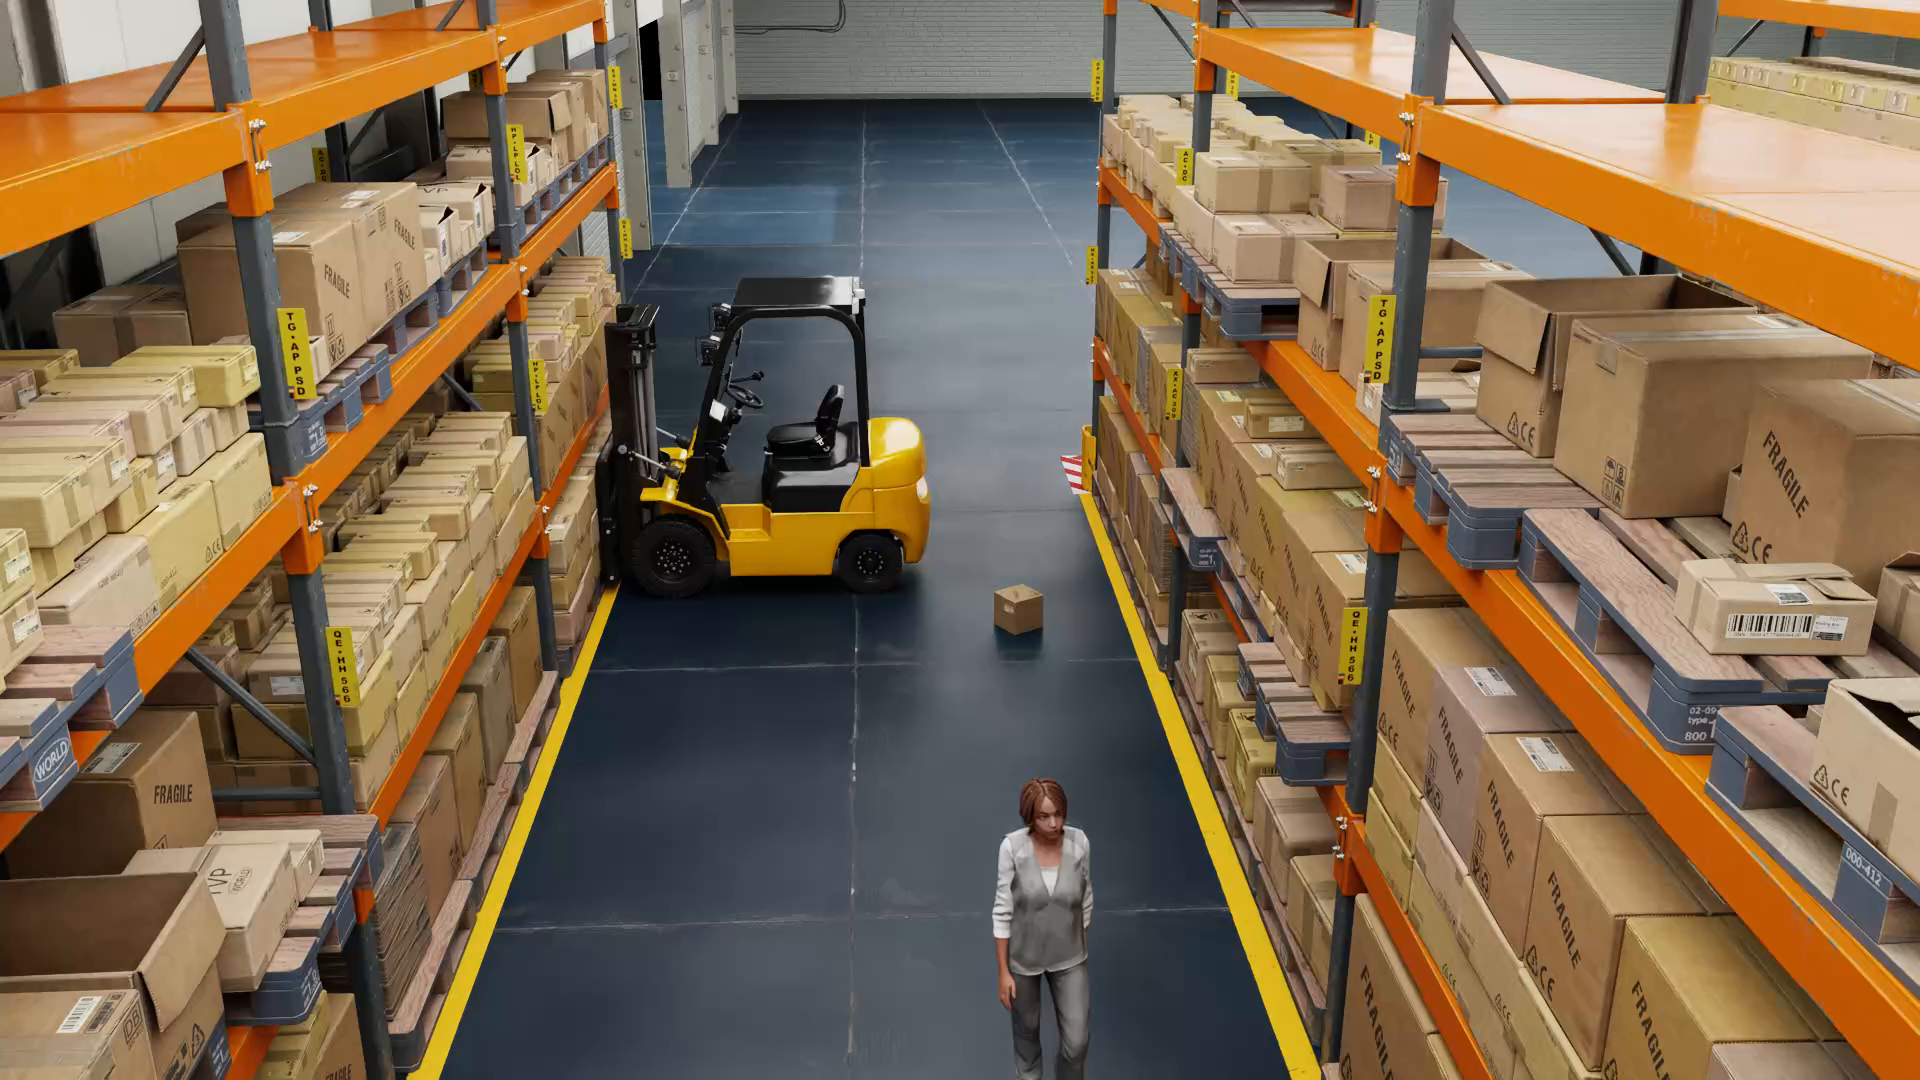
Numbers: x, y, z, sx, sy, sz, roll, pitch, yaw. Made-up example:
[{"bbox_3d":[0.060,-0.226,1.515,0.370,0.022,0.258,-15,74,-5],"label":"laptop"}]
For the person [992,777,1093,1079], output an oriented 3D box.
[{"bbox_3d":[0.332,1.715,6.605,0.414,1.634,0.578,-1,21,-3],"label":"person"}]
